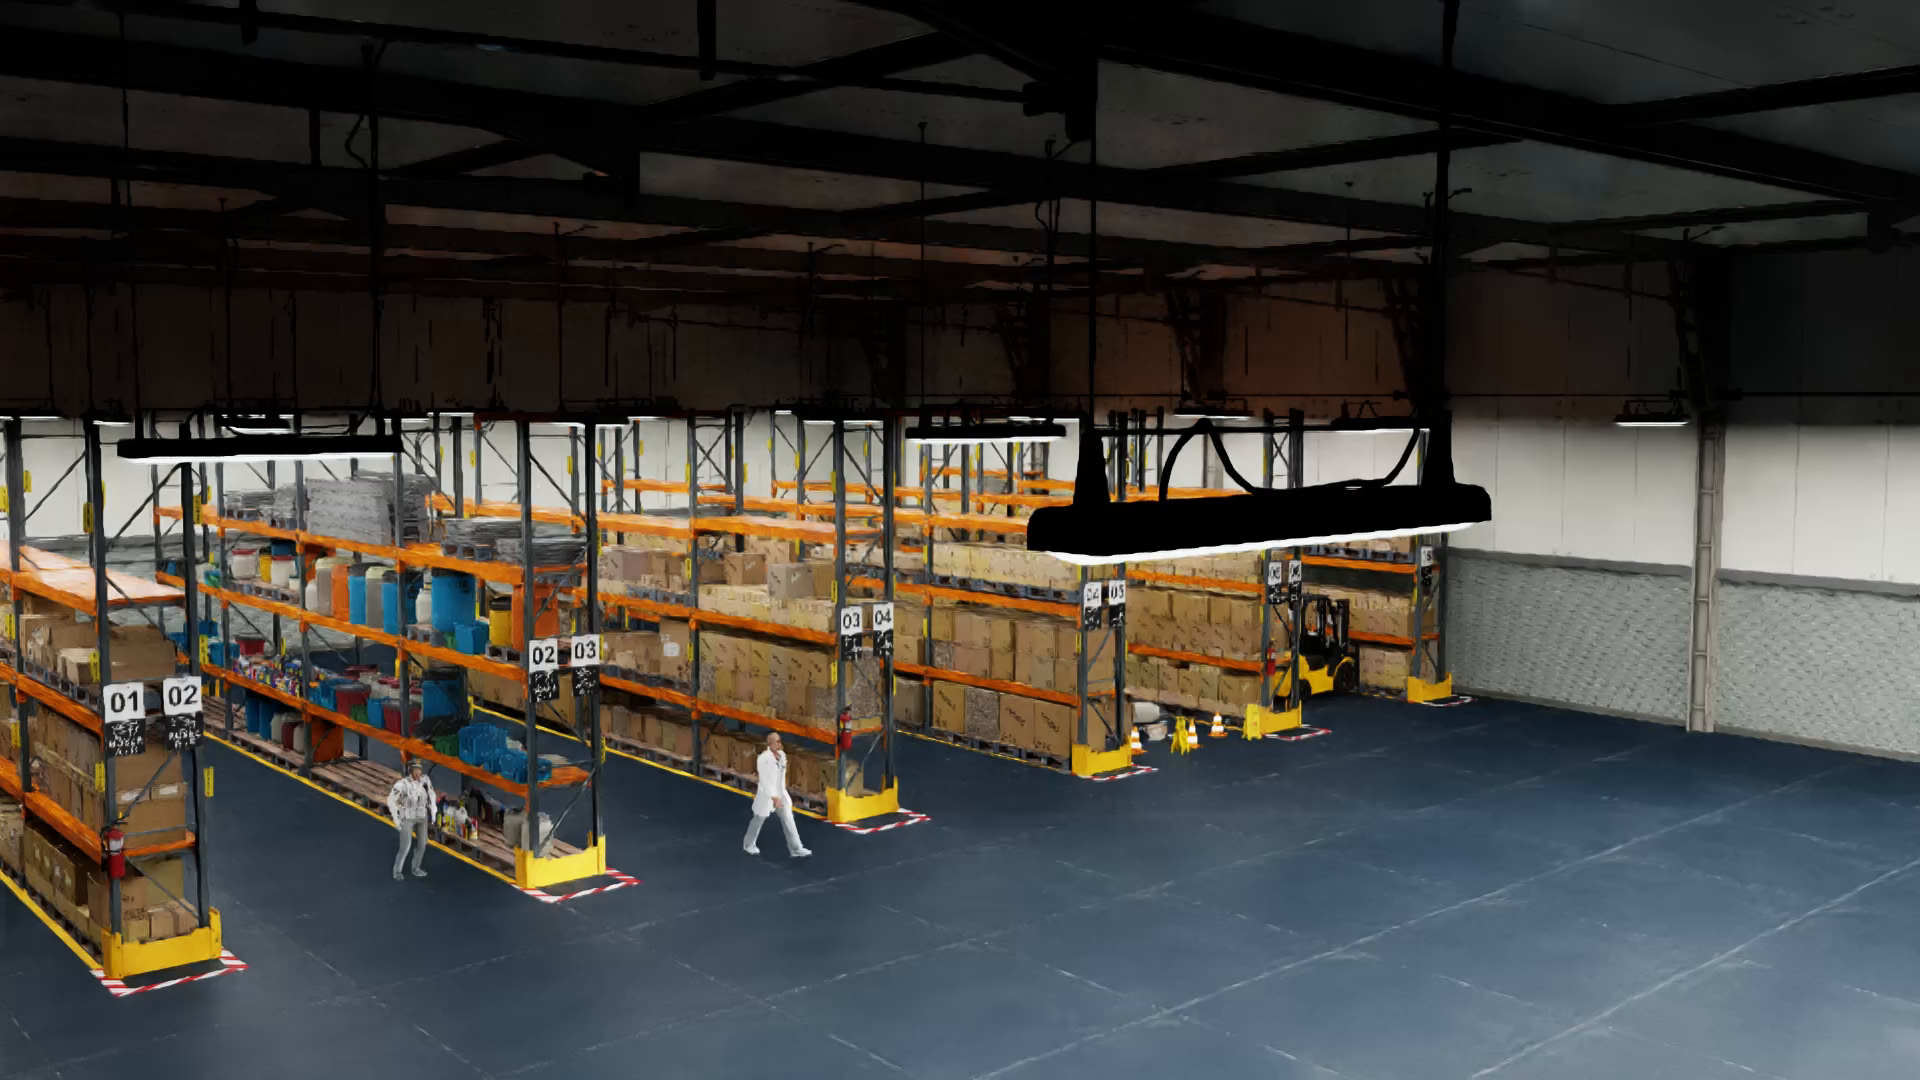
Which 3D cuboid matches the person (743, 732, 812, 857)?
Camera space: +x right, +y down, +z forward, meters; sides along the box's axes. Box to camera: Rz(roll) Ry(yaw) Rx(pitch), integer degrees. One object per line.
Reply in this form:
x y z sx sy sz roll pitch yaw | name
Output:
-2.544 3.466 22.682 1.102 1.715 0.580 4 7 41 | person

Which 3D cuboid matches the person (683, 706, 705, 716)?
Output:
-5.289 2.622 32.660 0.524 1.671 0.531 -1 5 -12 | person

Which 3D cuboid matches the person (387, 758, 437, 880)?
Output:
-7.147 3.618 21.707 0.639 1.631 0.508 -5 7 -42 | person
